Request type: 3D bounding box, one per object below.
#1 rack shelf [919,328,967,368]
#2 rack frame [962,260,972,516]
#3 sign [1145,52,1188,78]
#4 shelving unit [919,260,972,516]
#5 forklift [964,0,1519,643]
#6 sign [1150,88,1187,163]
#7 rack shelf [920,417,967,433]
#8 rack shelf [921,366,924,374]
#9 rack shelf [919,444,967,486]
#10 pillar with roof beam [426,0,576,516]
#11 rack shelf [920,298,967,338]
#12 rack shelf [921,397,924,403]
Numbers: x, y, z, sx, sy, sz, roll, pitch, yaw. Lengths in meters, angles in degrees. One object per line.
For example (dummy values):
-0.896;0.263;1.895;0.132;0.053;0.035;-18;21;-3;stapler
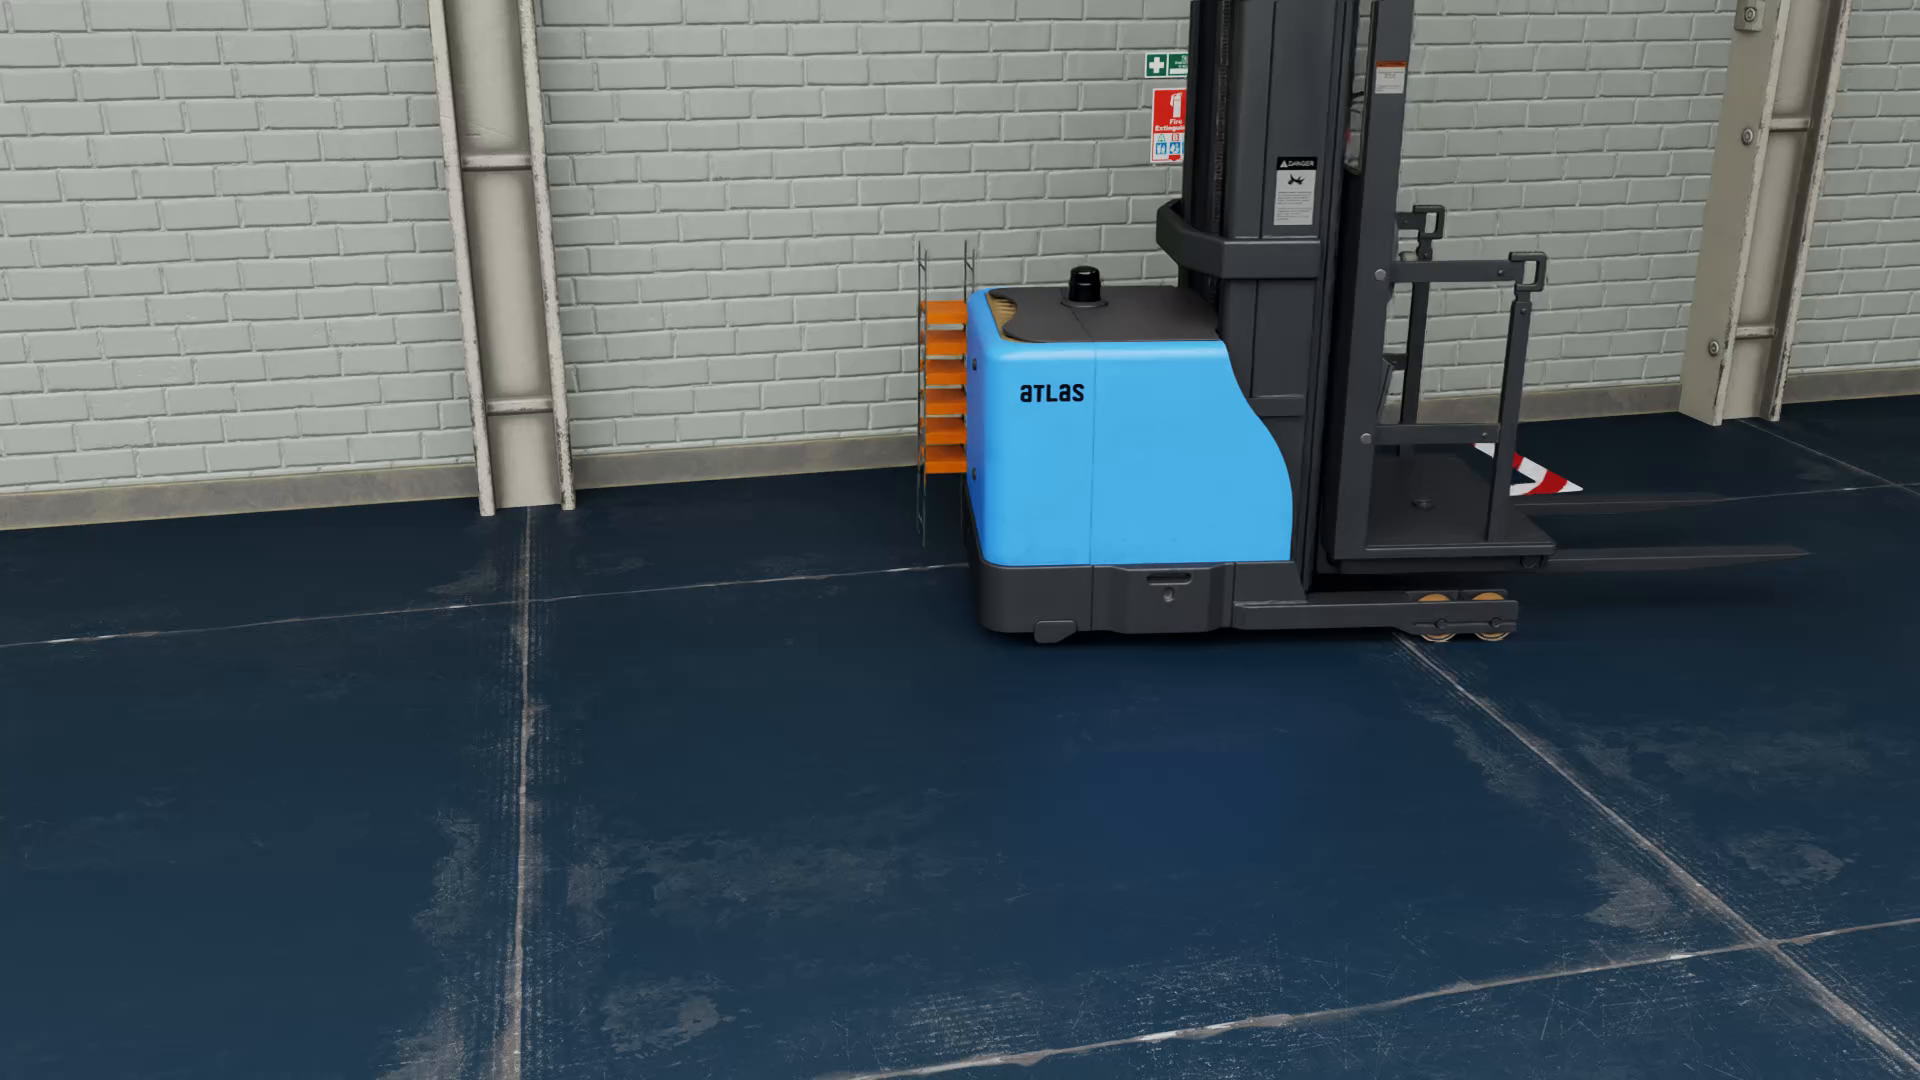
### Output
-0.058;-0.759;6.565;0.180;0.103;0.258;-2;19;-8;rack shelf
0.030;-0.577;6.641;0.002;1.046;0.228;-2;19;-8;rack frame
0.984;-2.124;7.429;0.331;0.109;0.001;-5;21;-12;sign
-0.060;-0.575;6.630;0.183;1.046;0.258;-2;19;-8;shelving unit
1.554;-1.198;5.824;3.031;2.935;1.130;-1;20;-3;forklift
10.192;-0.621;4.008;16.451;0.391;11.513;-5;21;-12;sign
-0.063;-0.445;6.675;0.171;0.034;0.221;-2;19;-8;rack shelf
-0.060;-0.665;6.598;0.166;0.020;0.199;-2;19;-8;rack shelf
-0.065;-0.306;6.723;0.180;0.103;0.258;-2;19;-8;rack shelf
-0.896;-2.954;1.795;0.400;9.000;9.100;-5;21;-12;pillar with roof beam
-0.057;-0.872;6.525;0.180;0.103;0.258;-2;19;-8;rack shelf
-0.062;-0.551;6.638;0.166;0.020;0.199;-2;19;-8;rack shelf
